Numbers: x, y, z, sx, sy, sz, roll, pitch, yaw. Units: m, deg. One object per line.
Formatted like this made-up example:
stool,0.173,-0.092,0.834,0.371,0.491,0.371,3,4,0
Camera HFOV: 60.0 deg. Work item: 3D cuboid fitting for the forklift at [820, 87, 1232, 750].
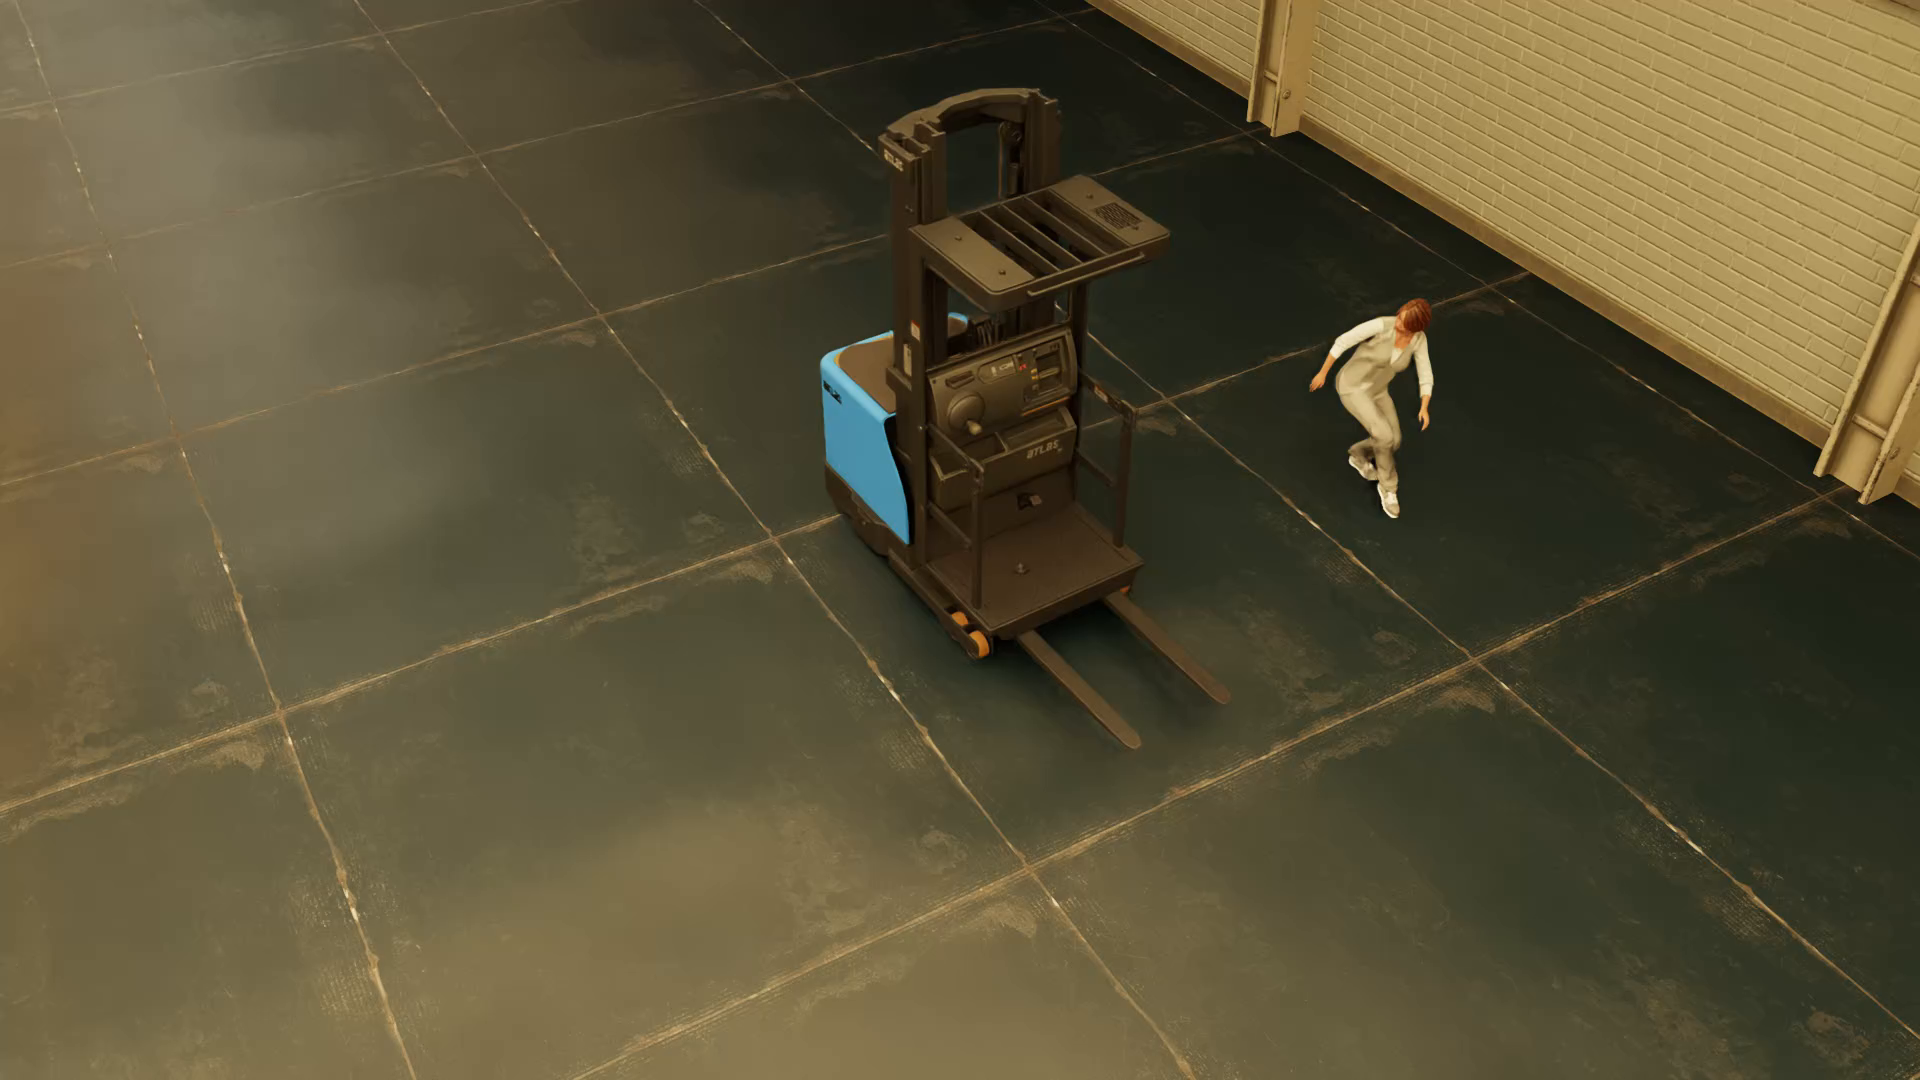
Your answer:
forklift,0.362,-0.792,8.991,1.130,2.935,3.031,-22,45,-25

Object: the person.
person,2.589,-0.845,10.262,0.636,1.421,0.688,-15,42,-17
